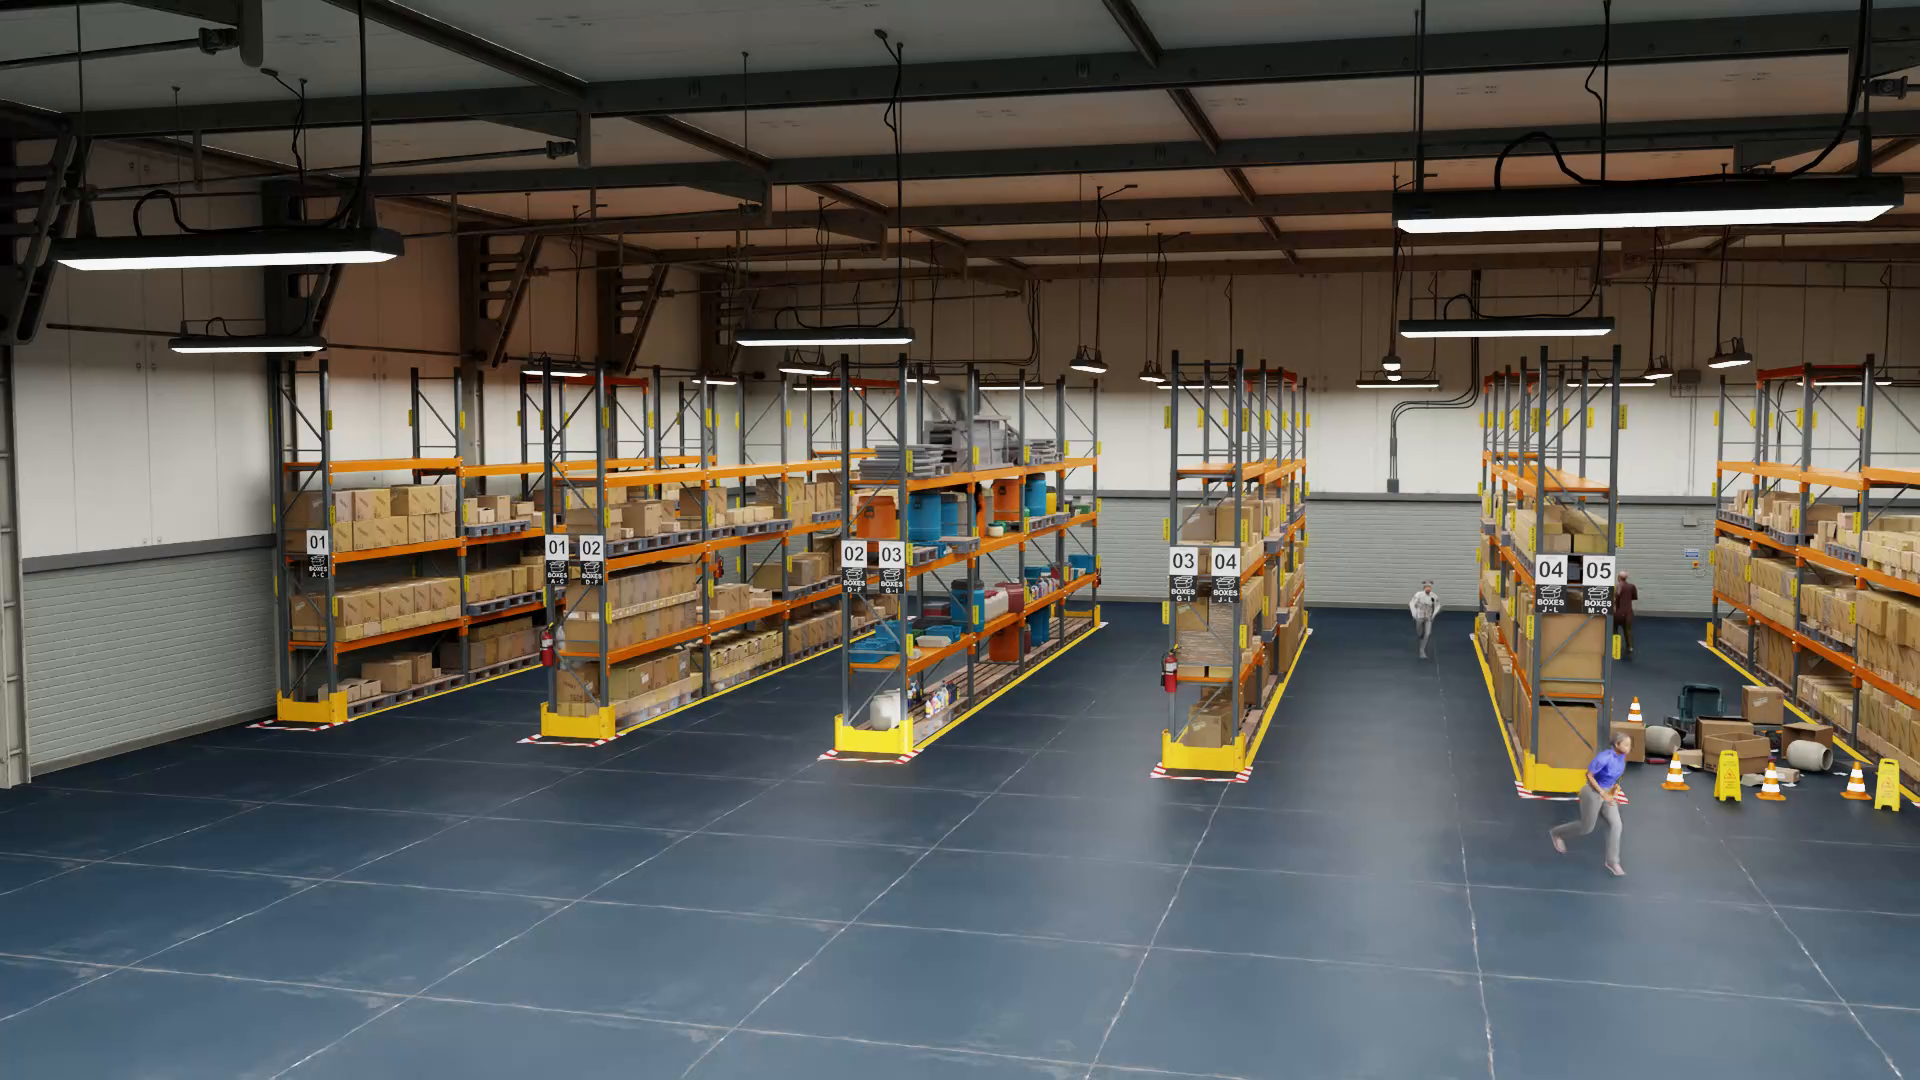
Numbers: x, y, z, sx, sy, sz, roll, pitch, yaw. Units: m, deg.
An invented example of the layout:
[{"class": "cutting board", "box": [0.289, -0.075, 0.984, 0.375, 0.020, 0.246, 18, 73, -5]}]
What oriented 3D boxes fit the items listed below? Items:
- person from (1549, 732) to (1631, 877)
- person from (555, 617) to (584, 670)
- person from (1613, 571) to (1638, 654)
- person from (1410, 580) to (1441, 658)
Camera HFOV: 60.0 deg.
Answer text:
[{"class": "person", "box": [7.076, 2.895, 18.643, 0.601, 1.615, 0.957, -4, 5, -41]}, {"class": "person", "box": [-6.953, 2.101, 29.485, 0.694, 1.571, 0.883, 0, 4, 3]}, {"class": "person", "box": [14.114, 1.588, 35.326, 0.668, 1.855, 0.861, 0, 4, -7]}, {"class": "person", "box": [9.895, 1.663, 35.388, 0.635, 1.669, 0.763, 1, 4, 13]}]
